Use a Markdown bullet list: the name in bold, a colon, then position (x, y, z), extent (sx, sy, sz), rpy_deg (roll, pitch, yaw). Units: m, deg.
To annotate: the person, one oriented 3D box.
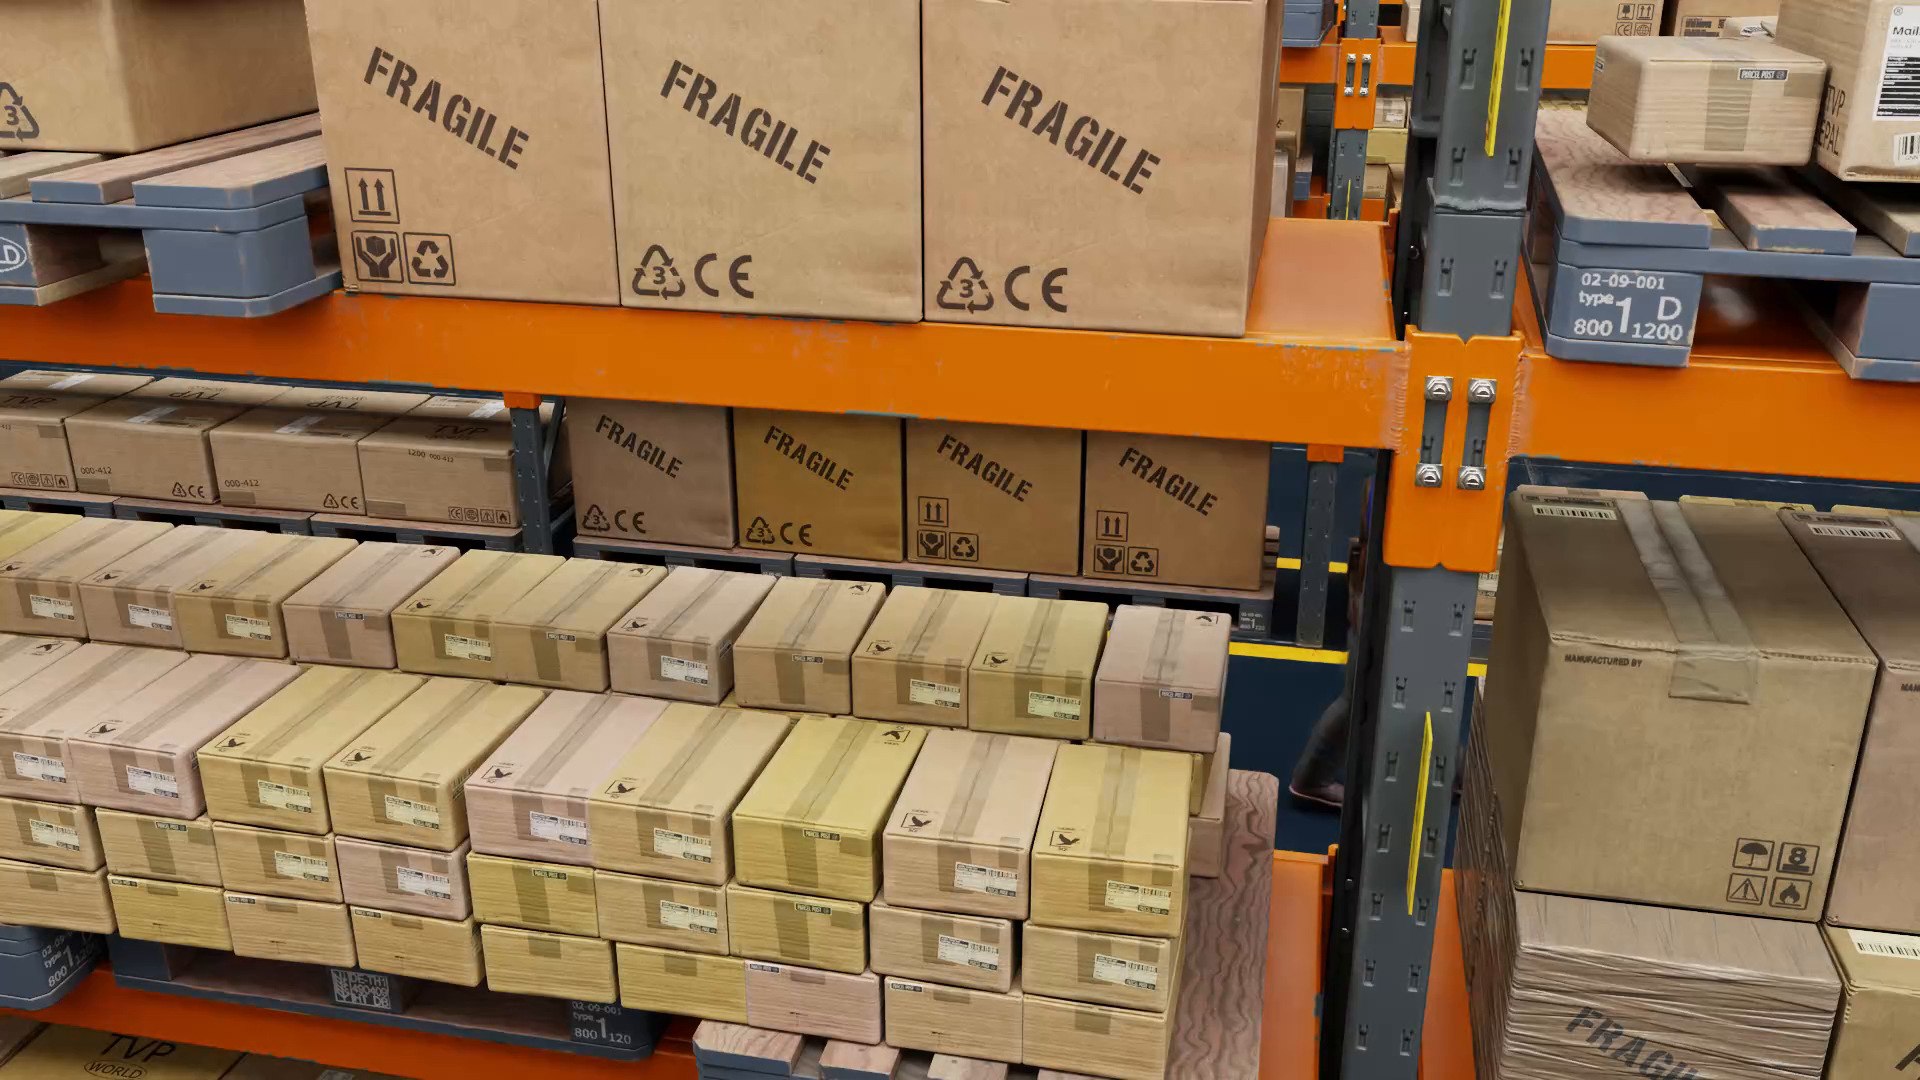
- **person**: position (1.739, 0.308, 6.310), extent (0.860, 1.646, 0.485), rpy_deg (3, 22, 7)
